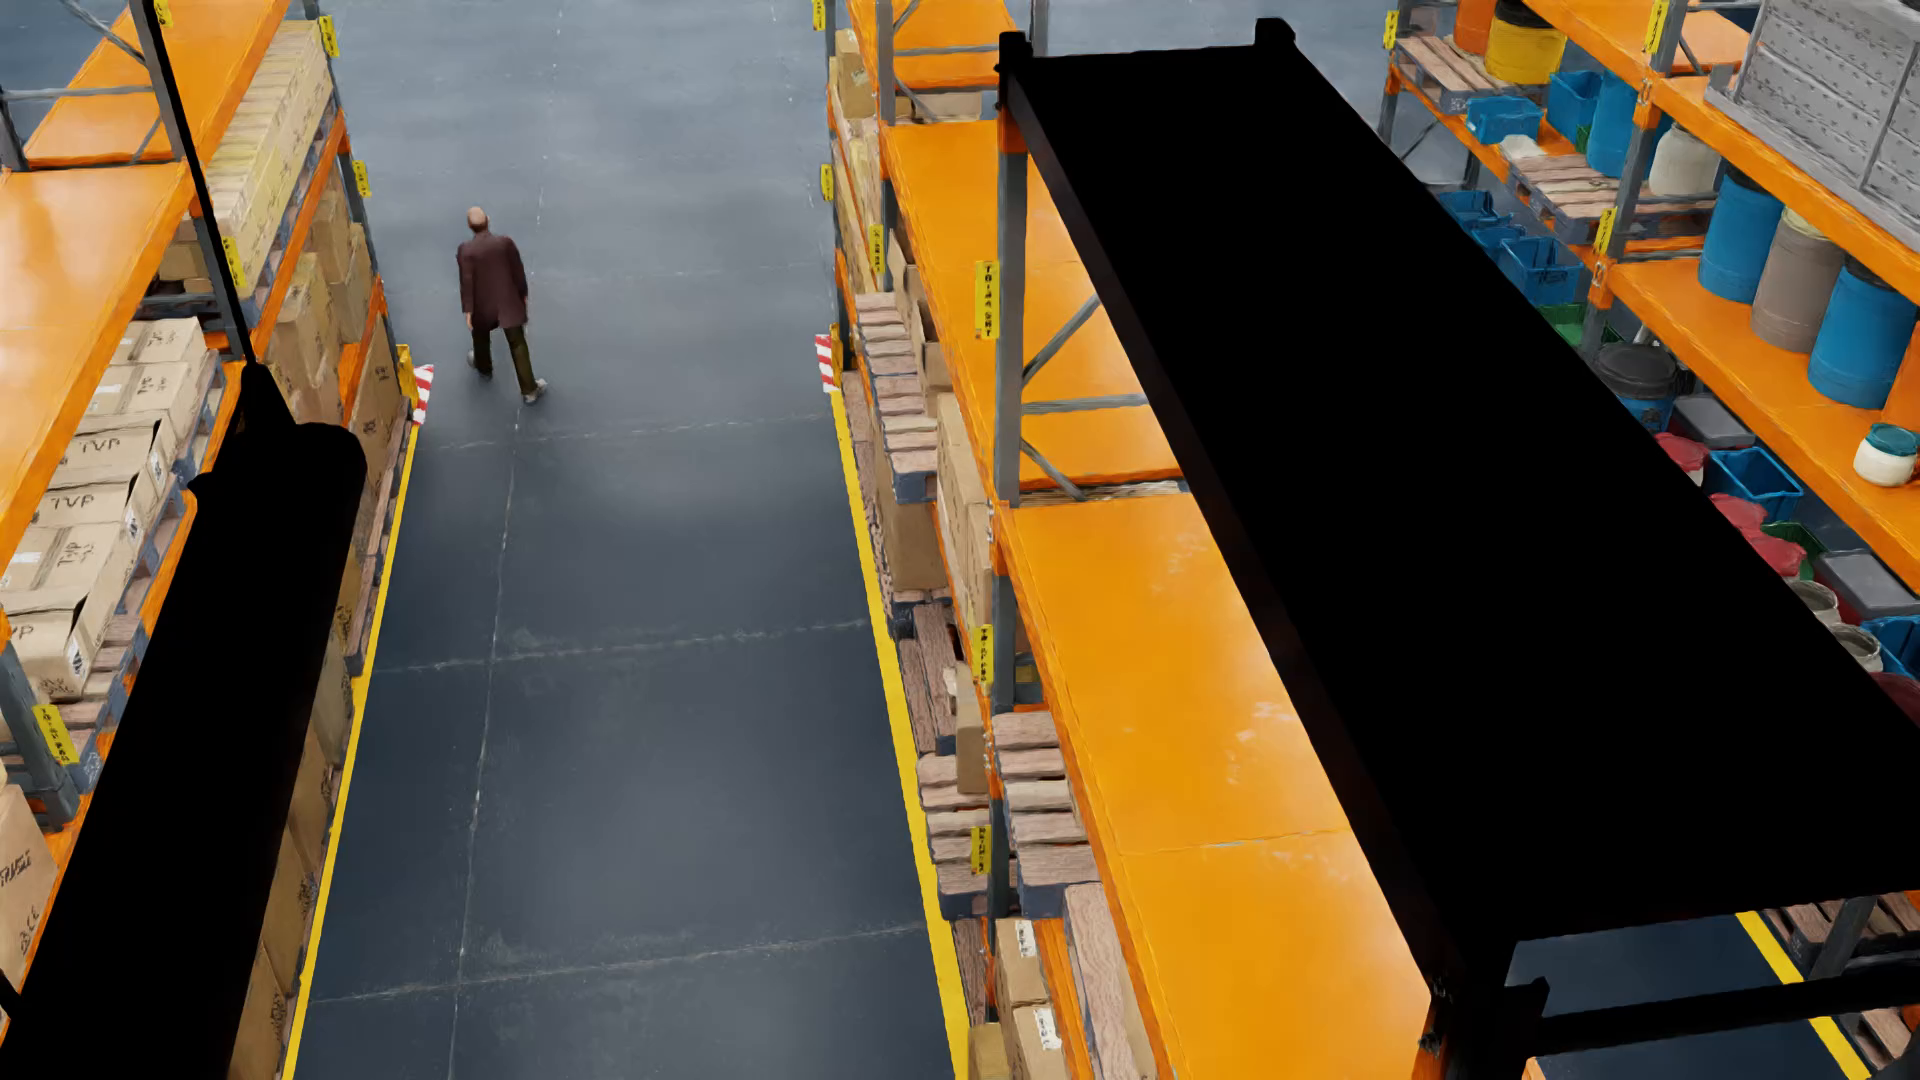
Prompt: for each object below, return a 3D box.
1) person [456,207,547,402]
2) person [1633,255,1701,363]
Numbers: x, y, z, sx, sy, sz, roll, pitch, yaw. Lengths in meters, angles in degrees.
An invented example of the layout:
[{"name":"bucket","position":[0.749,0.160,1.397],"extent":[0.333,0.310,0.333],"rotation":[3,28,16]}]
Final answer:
[{"name":"person","position":[-4.191,-2.158,14.940],"extent":[0.635,1.734,1.036],"rotation":[-18,40,-22]},{"name":"person","position":[6.577,-2.389,15.237],"extent":[0.443,1.577,0.535],"rotation":[11,38,14]}]
